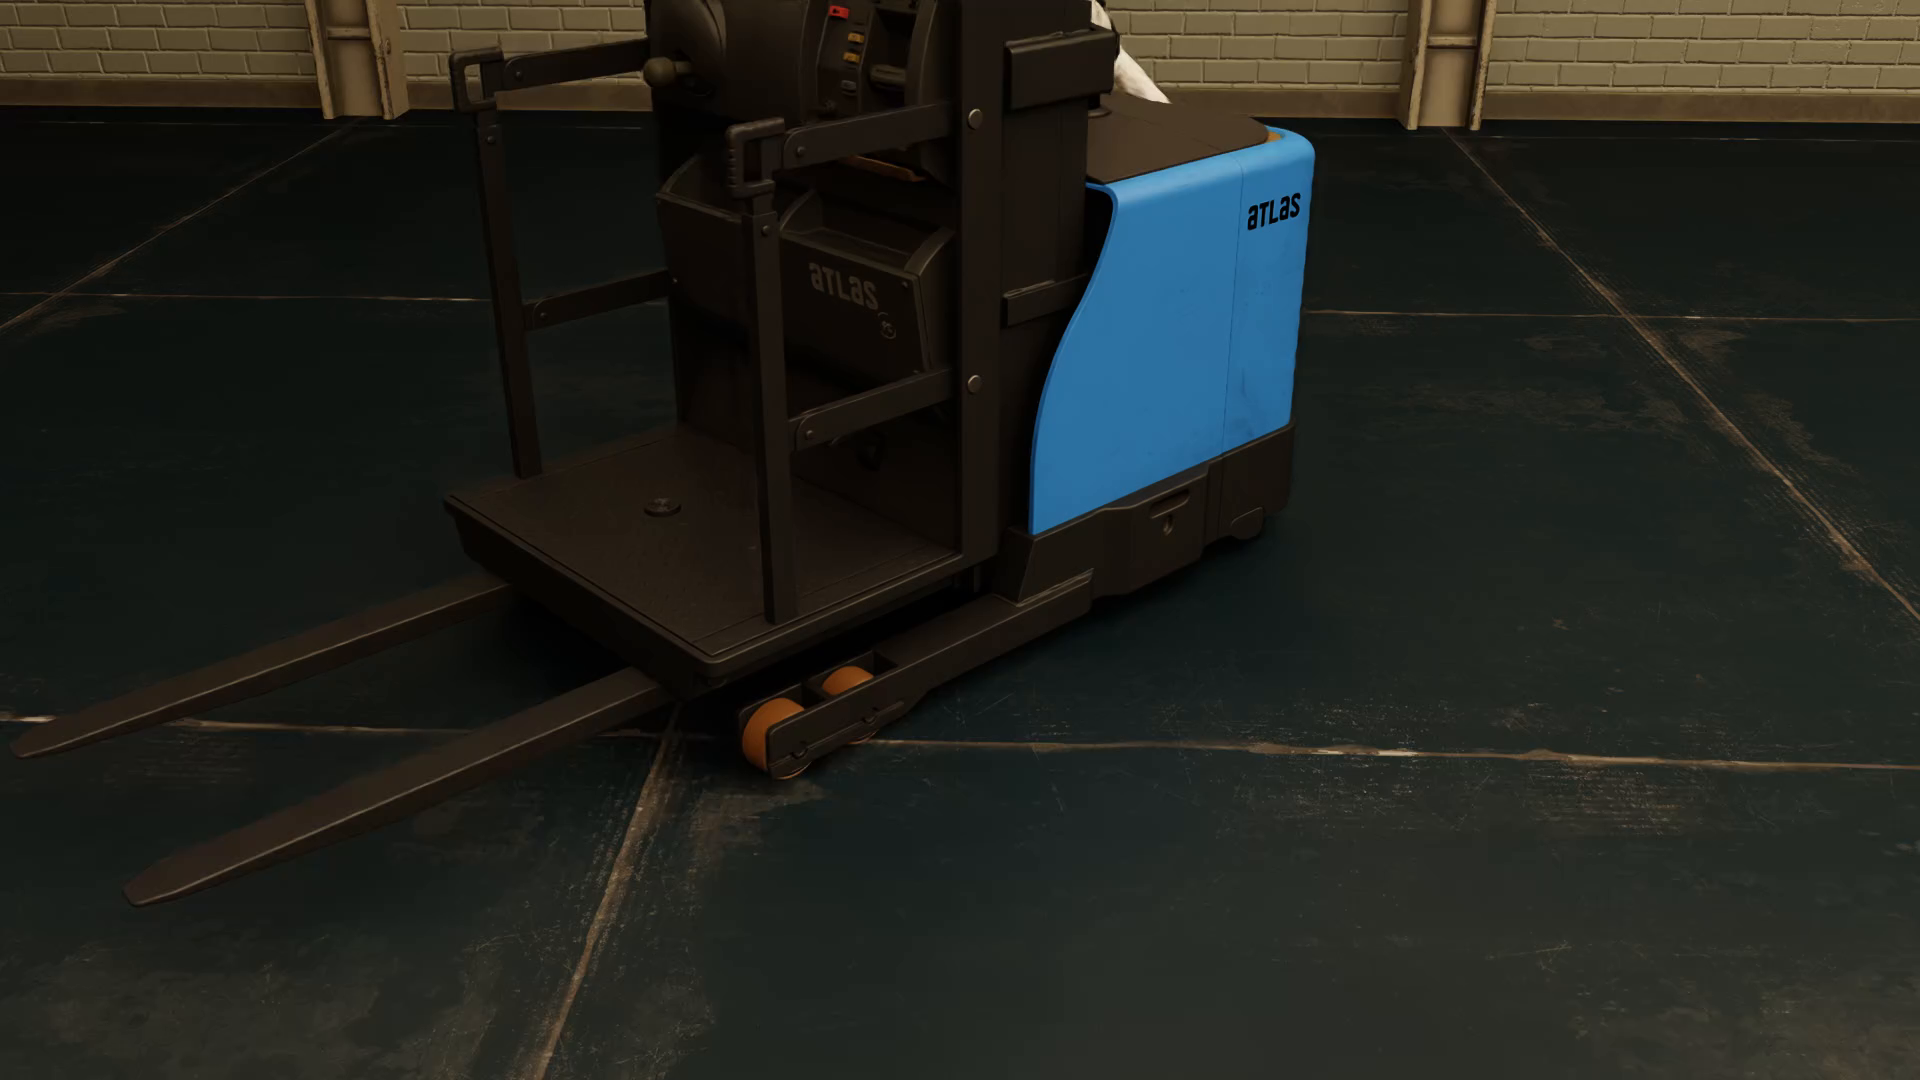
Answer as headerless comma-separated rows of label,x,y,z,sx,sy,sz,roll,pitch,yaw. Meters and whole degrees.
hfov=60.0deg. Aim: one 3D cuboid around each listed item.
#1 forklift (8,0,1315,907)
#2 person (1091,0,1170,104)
forklift,-0.512,-1.071,3.379,3.031,2.935,1.130,-23,34,-38
person,0.322,-1.241,5.249,0.713,1.582,0.644,6,27,11
